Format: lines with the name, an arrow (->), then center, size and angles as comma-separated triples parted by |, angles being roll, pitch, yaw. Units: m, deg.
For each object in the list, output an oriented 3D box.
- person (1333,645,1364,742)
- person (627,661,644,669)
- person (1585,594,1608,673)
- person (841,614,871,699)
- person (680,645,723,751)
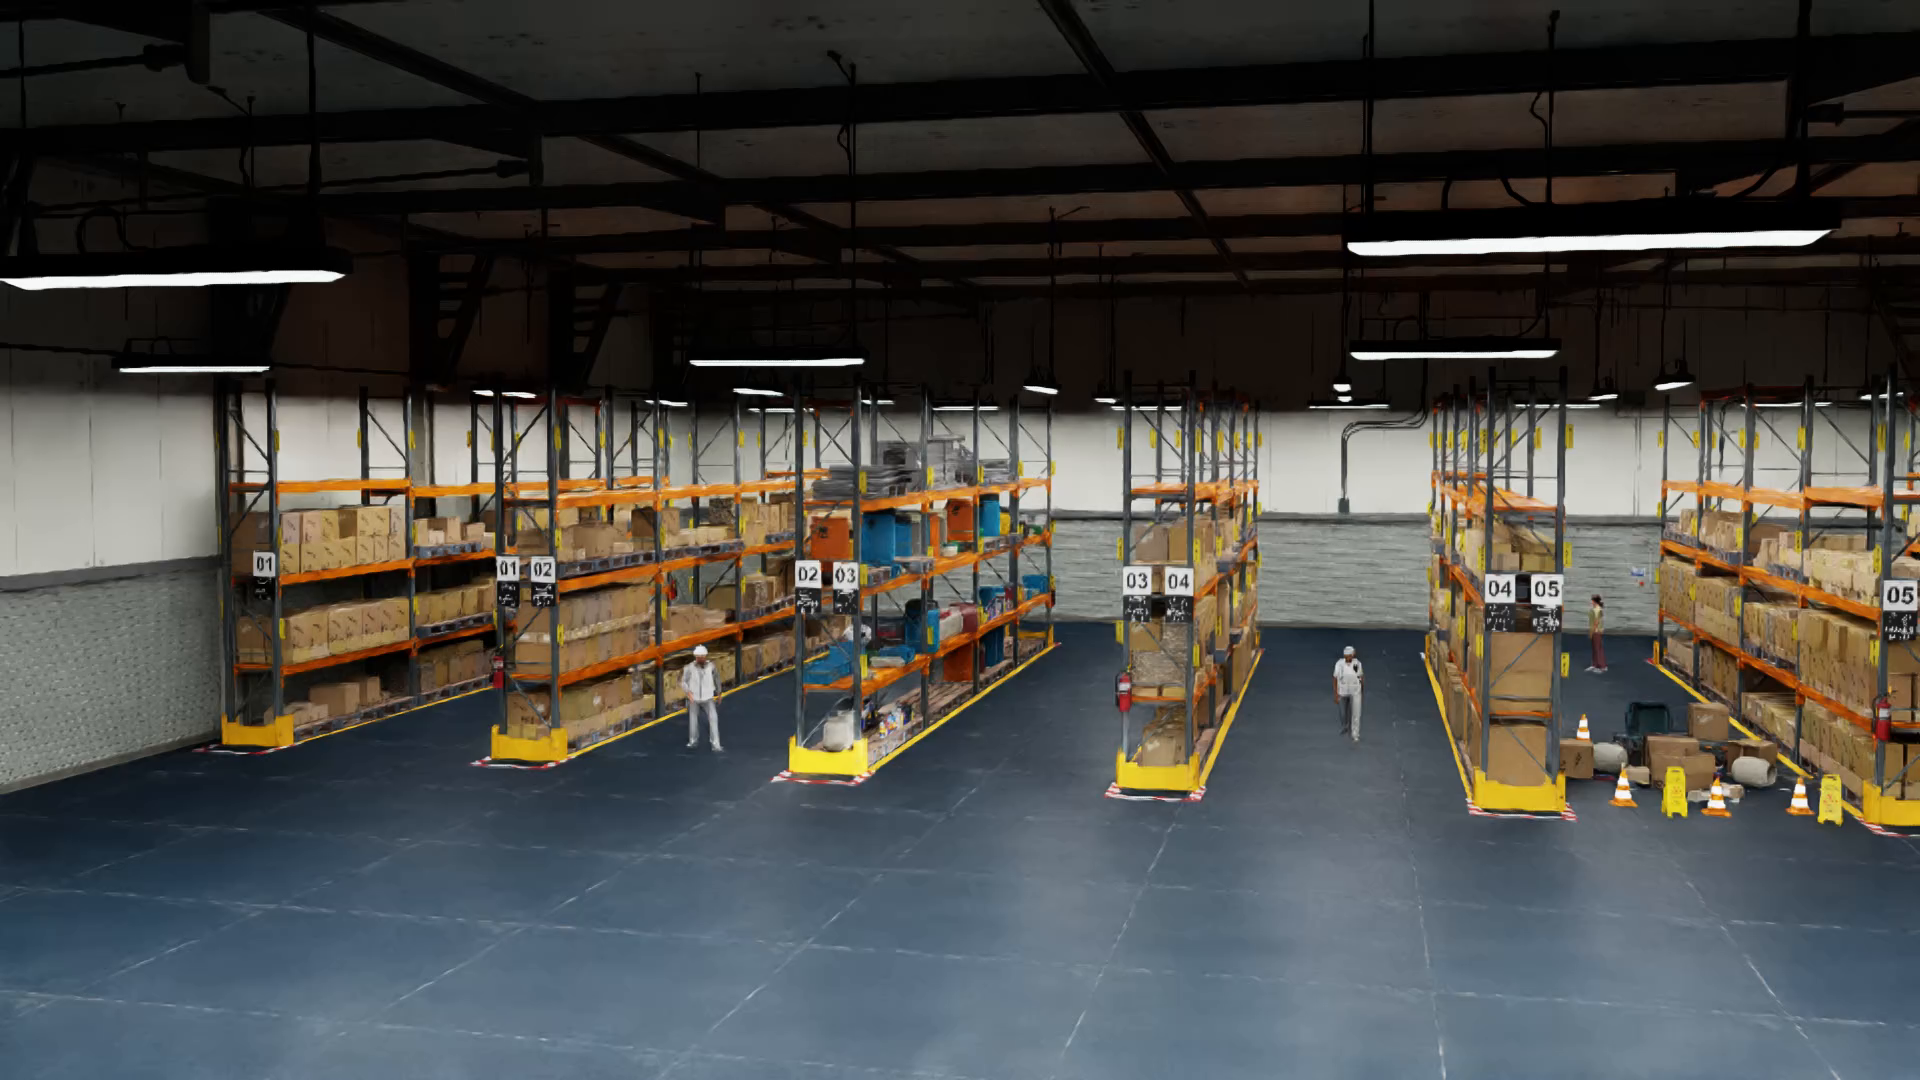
person -> 6.485, 2.532, 27.748 | 0.497, 1.583, 1.090 | 1, 4, 15
person -> -6.662, 2.107, 33.902 | 0.729, 1.734, 0.538 | 1, 4, 13
person -> 13.773, 2.013, 35.953 | 0.464, 1.697, 0.471 | 1, 4, 23
person -> -1.965, 2.226, 32.075 | 0.682, 1.715, 0.536 | 1, 3, 11
person -> -4.159, 2.529, 26.816 | 0.682, 1.711, 0.800 | 0, 3, -7
